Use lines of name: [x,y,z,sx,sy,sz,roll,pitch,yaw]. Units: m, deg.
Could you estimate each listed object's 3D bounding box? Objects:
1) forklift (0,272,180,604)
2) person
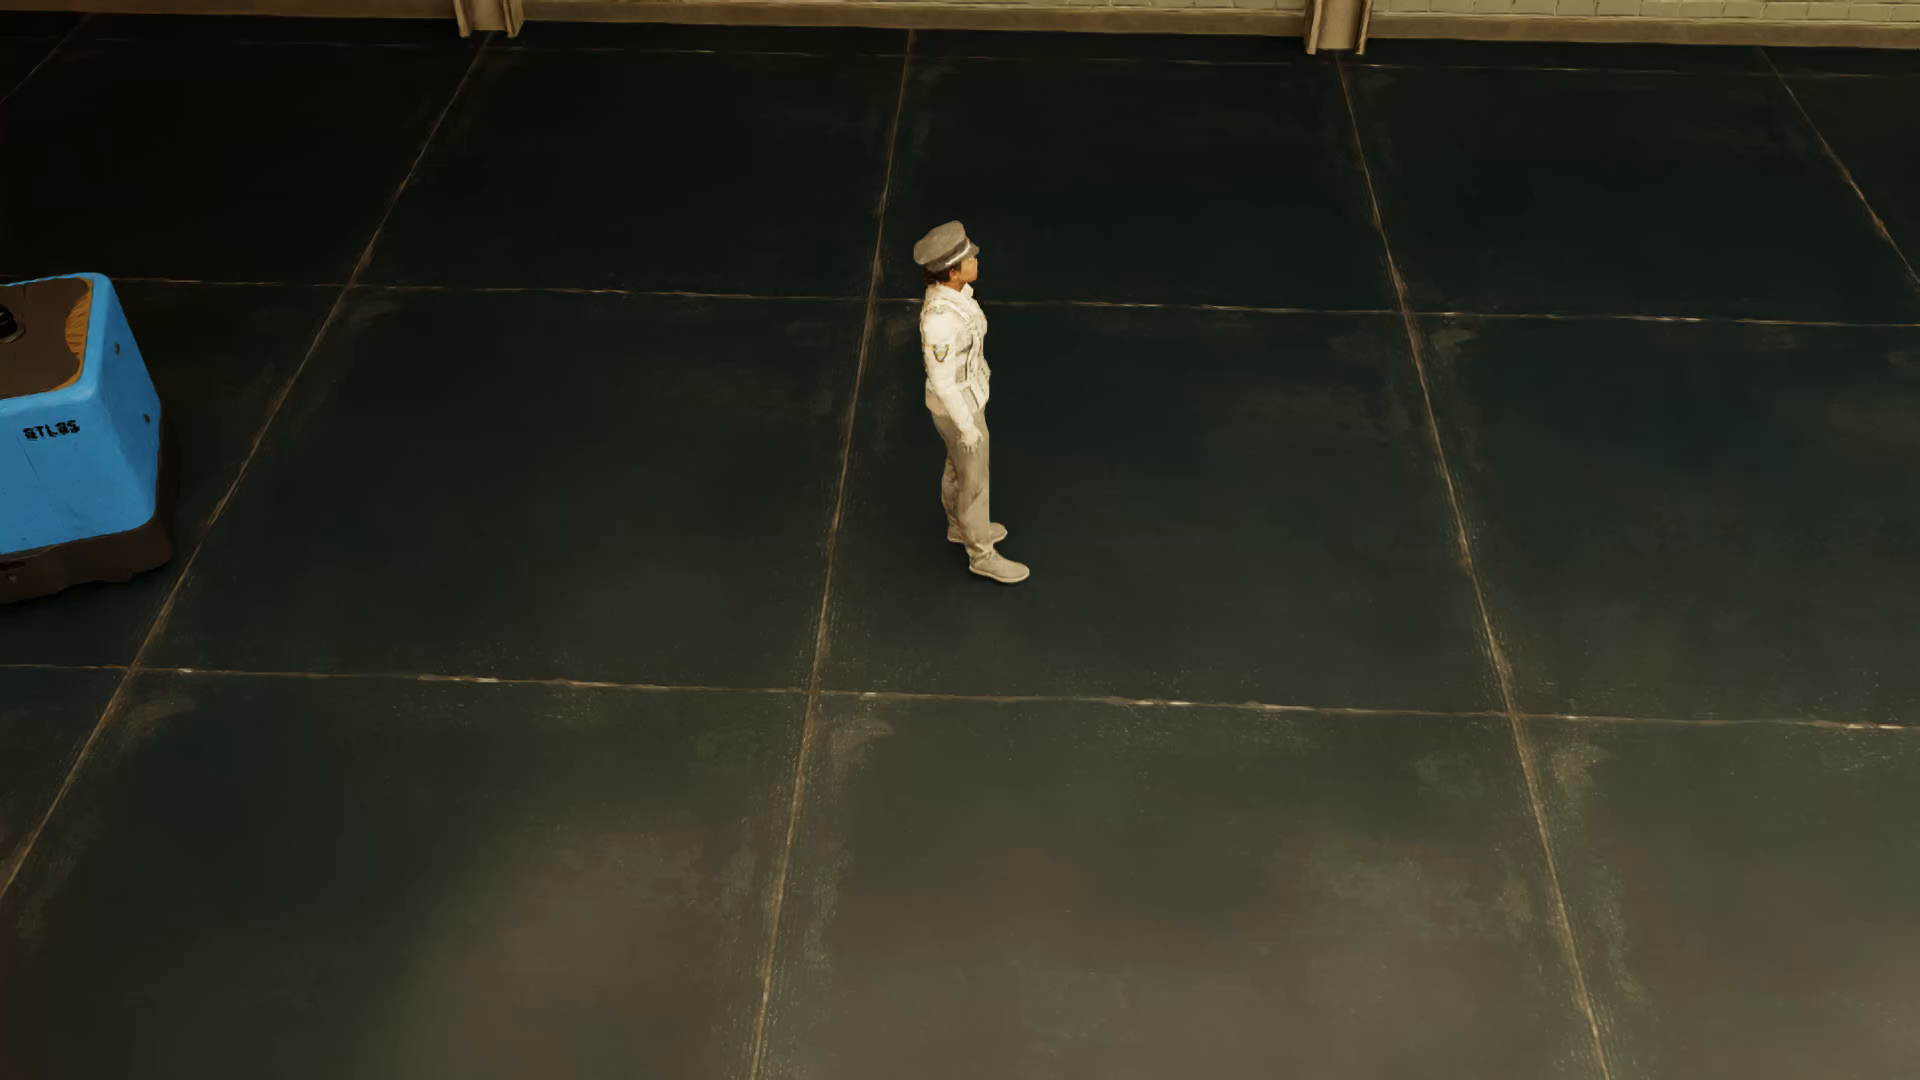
forklift: [-5.236,-0.943,6.775,3.031,2.935,1.130,-12,44,-13]
person: [0.067,-0.624,7.332,0.532,1.695,0.586,2,42,2]
